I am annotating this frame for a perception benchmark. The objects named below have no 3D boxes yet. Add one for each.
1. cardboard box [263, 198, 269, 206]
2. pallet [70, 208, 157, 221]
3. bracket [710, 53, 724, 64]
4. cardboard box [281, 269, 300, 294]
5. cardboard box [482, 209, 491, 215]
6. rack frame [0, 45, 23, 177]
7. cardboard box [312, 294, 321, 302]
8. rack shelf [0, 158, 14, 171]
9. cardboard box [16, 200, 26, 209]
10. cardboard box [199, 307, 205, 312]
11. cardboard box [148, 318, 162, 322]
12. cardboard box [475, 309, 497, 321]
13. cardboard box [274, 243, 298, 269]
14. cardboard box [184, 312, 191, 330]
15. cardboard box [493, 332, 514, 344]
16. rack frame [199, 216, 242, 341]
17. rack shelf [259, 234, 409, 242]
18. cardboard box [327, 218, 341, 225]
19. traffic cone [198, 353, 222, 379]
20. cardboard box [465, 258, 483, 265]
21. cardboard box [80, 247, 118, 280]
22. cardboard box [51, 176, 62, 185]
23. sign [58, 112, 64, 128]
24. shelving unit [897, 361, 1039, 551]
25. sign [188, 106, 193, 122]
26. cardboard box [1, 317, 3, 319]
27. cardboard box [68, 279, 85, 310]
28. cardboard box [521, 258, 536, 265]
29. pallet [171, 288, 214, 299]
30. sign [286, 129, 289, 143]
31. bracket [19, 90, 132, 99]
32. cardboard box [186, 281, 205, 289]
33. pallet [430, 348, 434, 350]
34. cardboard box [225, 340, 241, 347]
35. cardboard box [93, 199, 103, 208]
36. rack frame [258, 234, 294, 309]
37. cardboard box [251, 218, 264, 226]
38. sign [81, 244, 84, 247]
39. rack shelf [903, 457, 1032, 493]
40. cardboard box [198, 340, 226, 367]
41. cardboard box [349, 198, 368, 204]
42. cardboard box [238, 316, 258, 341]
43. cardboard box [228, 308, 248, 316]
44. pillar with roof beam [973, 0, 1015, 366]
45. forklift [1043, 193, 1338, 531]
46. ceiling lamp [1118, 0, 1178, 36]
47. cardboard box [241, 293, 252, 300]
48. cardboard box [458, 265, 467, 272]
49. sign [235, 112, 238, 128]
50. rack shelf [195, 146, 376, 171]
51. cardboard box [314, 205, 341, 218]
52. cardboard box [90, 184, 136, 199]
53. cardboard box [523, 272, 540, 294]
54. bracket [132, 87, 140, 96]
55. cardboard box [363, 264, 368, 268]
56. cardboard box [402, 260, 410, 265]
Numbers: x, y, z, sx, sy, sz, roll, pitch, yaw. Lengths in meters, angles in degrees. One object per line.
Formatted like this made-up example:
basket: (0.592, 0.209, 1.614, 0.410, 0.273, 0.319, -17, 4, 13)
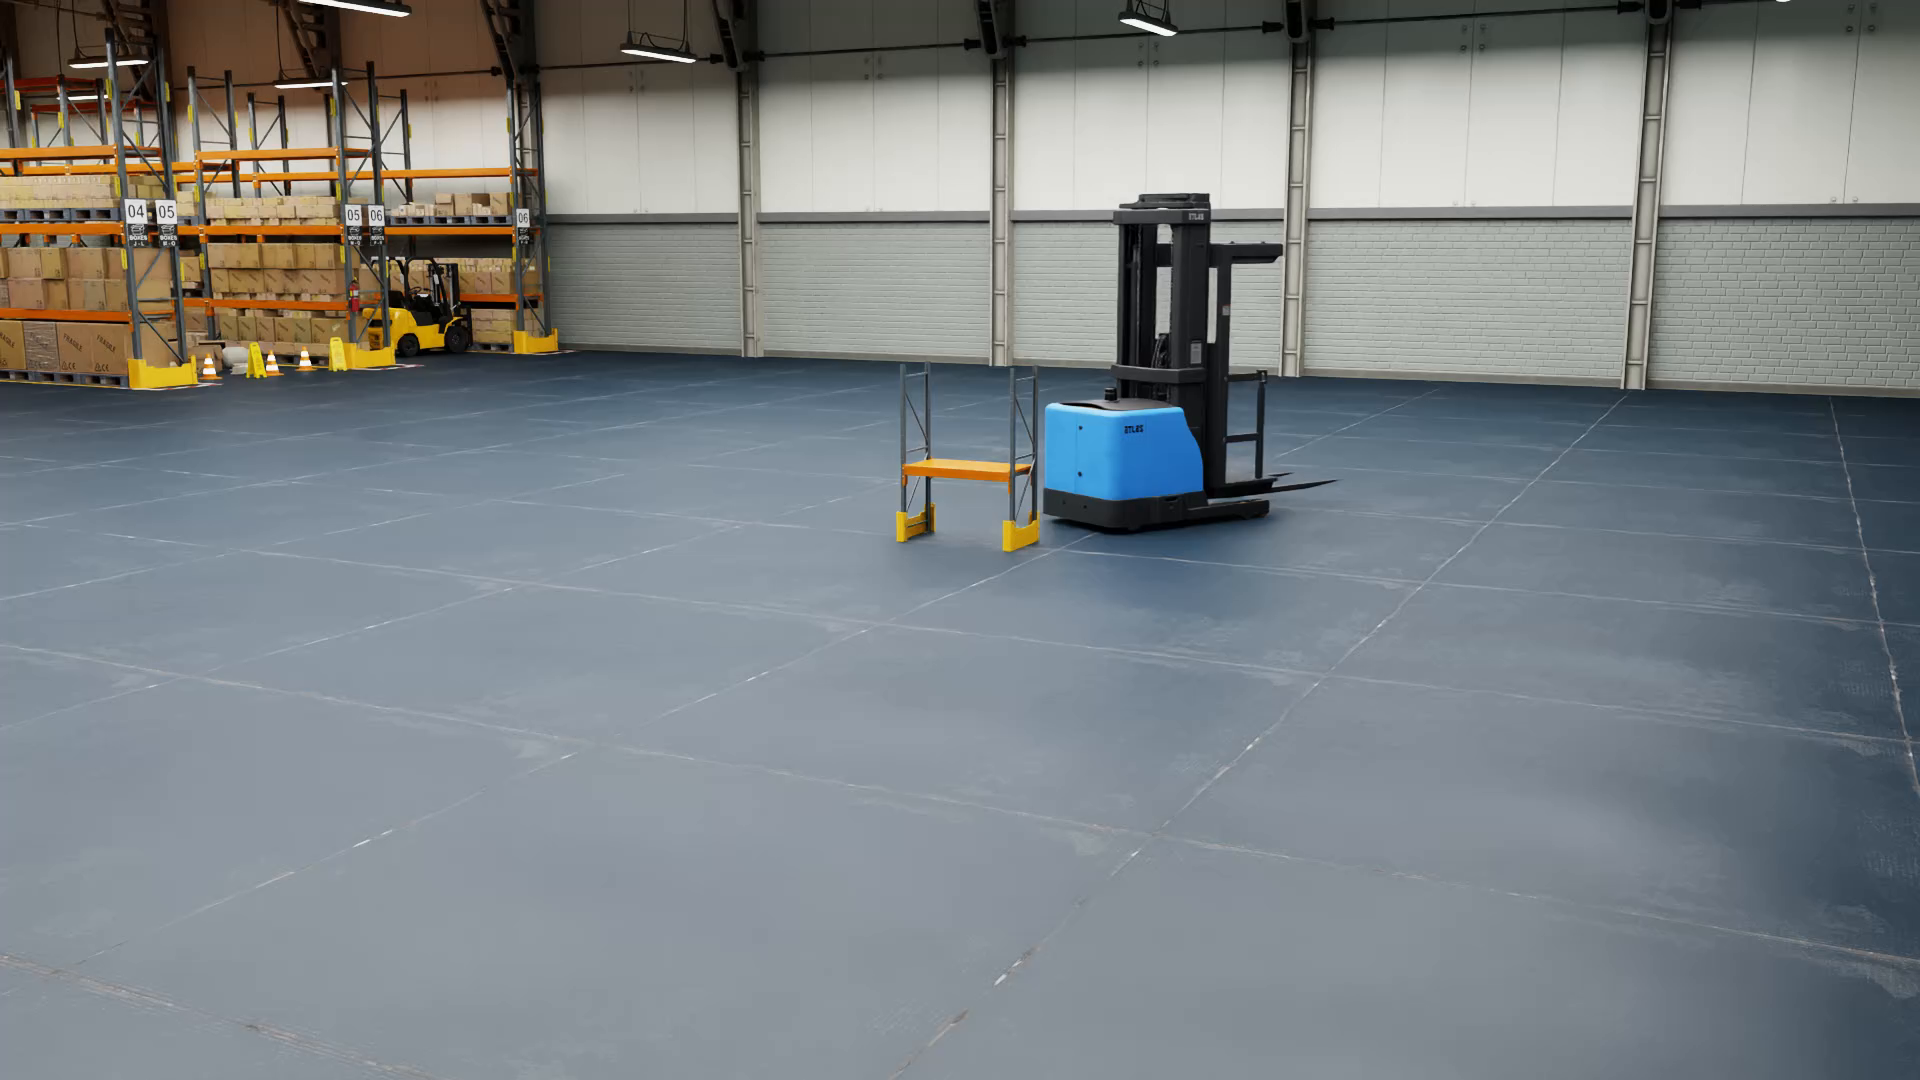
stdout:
cardboard box: (-13.908, -6.858, 33.743, 0.250, 0.149, 0.380, 5, 12, 27)
pallet: (-14.659, -5.675, 28.988, 1.213, 0.211, 1.003, 5, 11, 26)
bracket: (-5.071, -10.202, 35.226, 0.430, 0.232, 0.235, 5, 11, 26)
cardboard box: (-13.392, -5.259, 33.747, 0.500, 0.500, 0.500, 5, 11, 26)
cardboard box: (-10.574, -7.402, 37.529, 0.250, 0.149, 0.380, 5, 11, 24)
rack frame: (-17.576, -7.453, 30.141, 0.127, 3.000, 1.000, 5, 11, 26)
cardboard box: (-12.816, -4.882, 33.485, 0.250, 0.149, 0.380, 5, 11, 25)
rack shelf: (-19.370, -7.060, 31.112, 4.000, 0.370, 1.077, 5, 11, 26)
cardboard box: (-16.487, -5.946, 29.484, 0.250, 0.149, 0.380, 5, 11, 25)
cardboard box: (-19.055, -5.855, 42.176, 0.250, 0.149, 0.380, 5, 12, 28)
cardboard box: (-20.946, -5.696, 43.651, 0.500, 0.311, 0.500, 5, 12, 28)
cardboard box: (-10.708, -5.148, 37.989, 0.500, 0.250, 0.500, 5, 12, 27)
cardboard box: (-13.398, -5.742, 33.609, 0.500, 0.500, 0.700, 5, 11, 25)
cardboard box: (-19.642, -5.585, 42.505, 0.500, 0.500, 0.500, 5, 11, 25)
cardboard box: (-10.258, -4.617, 37.861, 0.500, 0.250, 0.500, 5, 11, 26)
rack frame: (-15.477, -5.299, 35.088, 0.127, 3.000, 1.000, 5, 11, 26)
rack shelf: (-15.077, -7.372, 40.137, 4.000, 0.370, 1.077, 5, 11, 26)
cardboard box: (-12.333, -6.320, 33.010, 0.250, 0.149, 0.380, 5, 11, 26)
traffic cone: (-13.837, -3.206, 30.644, 0.334, 0.463, 0.336, 5, 11, 26)
cardboard box: (-11.066, -6.351, 37.964, 0.250, 0.149, 0.380, 5, 12, 27)
cardboard box: (-14.839, -4.855, 29.178, 0.550, 0.550, 0.875, 5, 11, 26)
cardboard box: (-15.581, -6.259, 28.973, 0.250, 0.149, 0.380, 5, 11, 25)
sign: (-19.306, -9.015, 35.706, 0.005, 0.325, 0.100, 5, 11, 26)
shelving unit: (0.068, -0.732, 14.063, 1.083, 1.500, 0.587, 5, 11, 26)
sign: (-15.717, -8.700, 33.964, 0.005, 0.325, 0.100, 5, 11, 26)
cardboard box: (-22.059, -5.055, 38.523, 0.875, 0.875, 0.875, 5, 12, 28)
cardboard box: (-15.291, -4.385, 29.617, 0.550, 0.550, 0.875, 5, 11, 26)
cardboard box: (-9.903, -6.352, 37.969, 0.250, 0.149, 0.380, 5, 11, 25)
pallet: (-16.098, -5.288, 35.566, 1.213, 0.211, 1.003, 5, 11, 26)
sign: (-16.628, -9.986, 41.071, 0.005, 0.325, 0.100, 5, 11, 26)
bracket: (-23.523, -11.824, 44.185, 4.783, 0.066, 0.076, 5, 11, 26)
cardboard box: (-16.060, -5.379, 35.053, 0.250, 0.149, 0.380, 5, 11, 27)
pallet: (-12.589, -4.651, 39.334, 1.213, 0.211, 1.003, 5, 11, 26)
cardboard box: (-15.067, -4.063, 34.800, 0.500, 0.250, 0.500, 4, 11, 23)
cardboard box: (-14.663, -5.786, 28.599, 0.250, 0.149, 0.380, 5, 11, 26)
rack frame: (-16.871, -6.407, 41.211, 0.127, 3.000, 1.000, 5, 11, 26)
cardboard box: (-14.188, -6.472, 33.852, 0.250, 0.149, 0.380, 5, 11, 25)
sign: (-23.782, -7.850, 45.044, 0.005, 0.325, 0.100, 5, 11, 26)
rack shelf: (0.076, -0.554, 14.092, 1.000, 0.185, 0.538, 5, 11, 26)
cardboard box: (-15.118, -3.769, 33.643, 0.500, 0.500, 0.500, -4, 11, -23)
cardboard box: (-12.118, -6.789, 33.365, 0.250, 0.149, 0.380, 5, 11, 25)
cardboard box: (-14.582, -4.392, 34.510, 0.500, 0.500, 0.500, 6, 12, 28)
cardboard box: (-14.981, -4.732, 34.568, 0.250, 0.149, 0.380, 5, 11, 27)
pillar with roof beam: (-1.066, -7.295, 29.268, 0.548, 9.000, 9.100, 5, 11, 26)
forklift: (2.255, -1.700, 15.396, 3.031, 2.935, 1.130, -7, 13, -35)
ceiling lamp: (3.245, -9.700, 26.168, 0.800, 3.185, 2.000, 5, 11, 26)
cardboard box: (-14.628, -5.047, 34.398, 0.250, 0.149, 0.380, 5, 12, 28)
cardboard box: (-11.293, -6.225, 38.102, 0.250, 0.149, 0.380, 5, 11, 26)
sign: (-15.220, -8.835, 34.934, 0.005, 0.325, 0.100, 5, 11, 26)
rack shelf: (-13.683, -7.738, 33.747, 4.000, 0.370, 1.077, 5, 11, 26)
cardboard box: (-12.468, -6.530, 33.051, 0.500, 0.250, 0.500, 5, 11, 25)
cardboard box: (-14.552, -5.984, 28.574, 0.500, 0.250, 0.500, 5, 11, 27)
cardboard box: (-10.018, -5.910, 38.180, 0.500, 0.500, 0.500, 5, 12, 28)
bracket: (-21.213, -11.621, 43.064, 0.430, 0.232, 0.235, 5, 11, 26)
cardboard box: (-13.928, -6.470, 39.452, 0.250, 0.149, 0.380, 5, 11, 25)
cardboard box: (-12.847, -6.531, 38.957, 0.250, 0.149, 0.380, 5, 11, 27)
